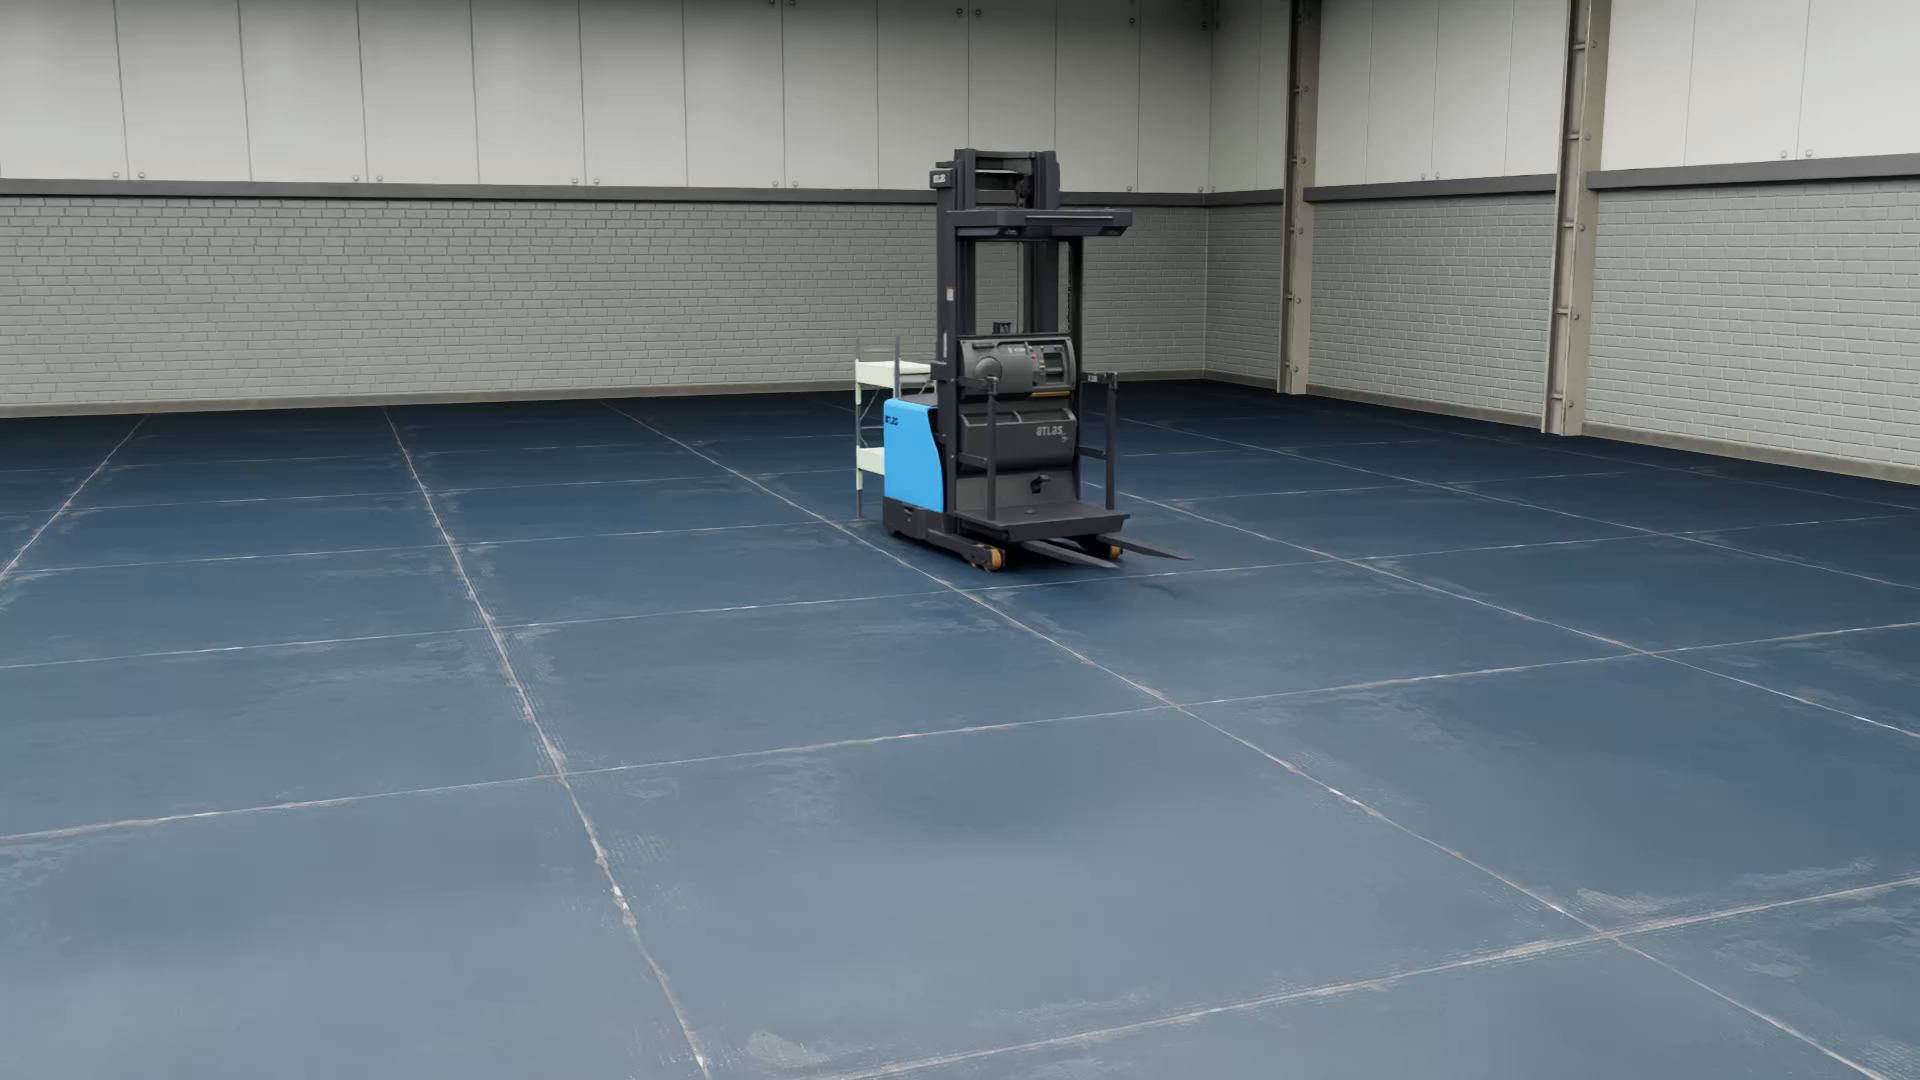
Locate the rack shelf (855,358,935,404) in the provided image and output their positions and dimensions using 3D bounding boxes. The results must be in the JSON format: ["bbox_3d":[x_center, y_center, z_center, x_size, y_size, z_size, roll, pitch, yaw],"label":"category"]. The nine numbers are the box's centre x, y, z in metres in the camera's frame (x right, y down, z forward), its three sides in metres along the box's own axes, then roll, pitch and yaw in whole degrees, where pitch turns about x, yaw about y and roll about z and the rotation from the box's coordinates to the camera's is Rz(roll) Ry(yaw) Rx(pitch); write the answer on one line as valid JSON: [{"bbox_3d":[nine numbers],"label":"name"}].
[{"bbox_3d":[-0.511,-1.272,13.558,0.431,0.370,0.720,-5,11,-28],"label":"rack shelf"}]

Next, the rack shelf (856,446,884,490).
[{"bbox_3d":[-0.511,-0.566,13.684,0.431,0.370,0.720,-5,11,-28],"label":"rack shelf"}]

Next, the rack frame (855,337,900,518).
[{"bbox_3d":[-0.685,-0.944,13.944,0.400,1.500,0.023,-5,11,-28],"label":"rack frame"}]

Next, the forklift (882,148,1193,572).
[{"bbox_3d":[0.528,-1.310,11.914,1.130,2.935,3.031,-5,11,-28],"label":"forklift"}]

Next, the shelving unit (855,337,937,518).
[{"bbox_3d":[-0.511,-0.887,13.627,0.431,1.500,0.755,-5,11,-28],"label":"shelving unit"}]

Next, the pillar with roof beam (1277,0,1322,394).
[{"bbox_3d":[1.114,-6.426,23.348,9.100,9.000,0.400,-4,11,-21],"label":"pillar with roof beam"}]

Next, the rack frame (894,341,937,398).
[{"bbox_3d":[-0.337,-0.831,13.310,0.400,1.500,0.023,-5,11,-28],"label":"rack frame"}]

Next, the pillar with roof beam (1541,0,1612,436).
[{"bbox_3d":[3.288,-5.446,17.842,9.100,9.000,0.400,-4,11,-21],"label":"pillar with roof beam"}]
